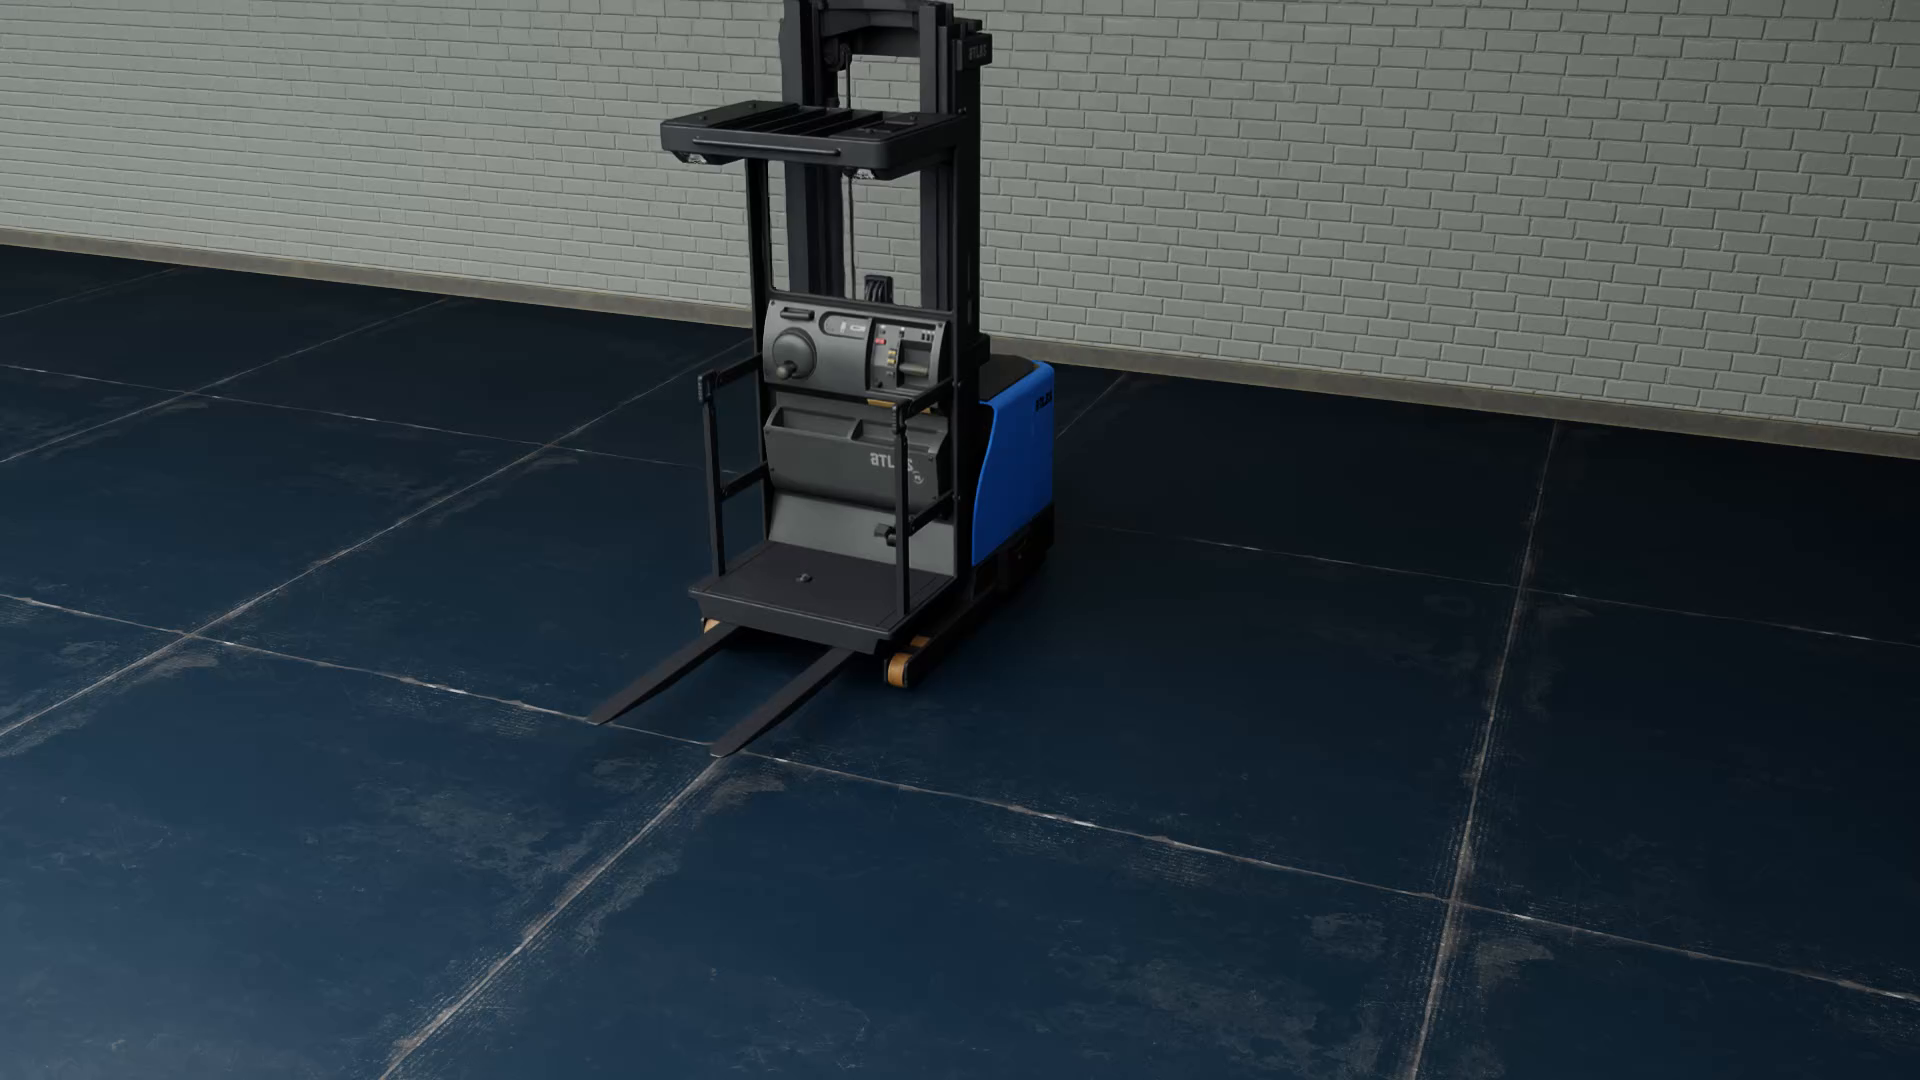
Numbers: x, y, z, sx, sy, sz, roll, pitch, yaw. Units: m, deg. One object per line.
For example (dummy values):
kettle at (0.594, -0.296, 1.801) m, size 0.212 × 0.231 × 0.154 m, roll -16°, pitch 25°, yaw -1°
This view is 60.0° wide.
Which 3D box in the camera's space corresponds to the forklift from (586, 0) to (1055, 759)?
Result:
forklift at (-0.587, -0.864, 7.515) m, size 1.130 × 2.935 × 3.031 m, roll 11°, pitch 25°, yaw 24°
